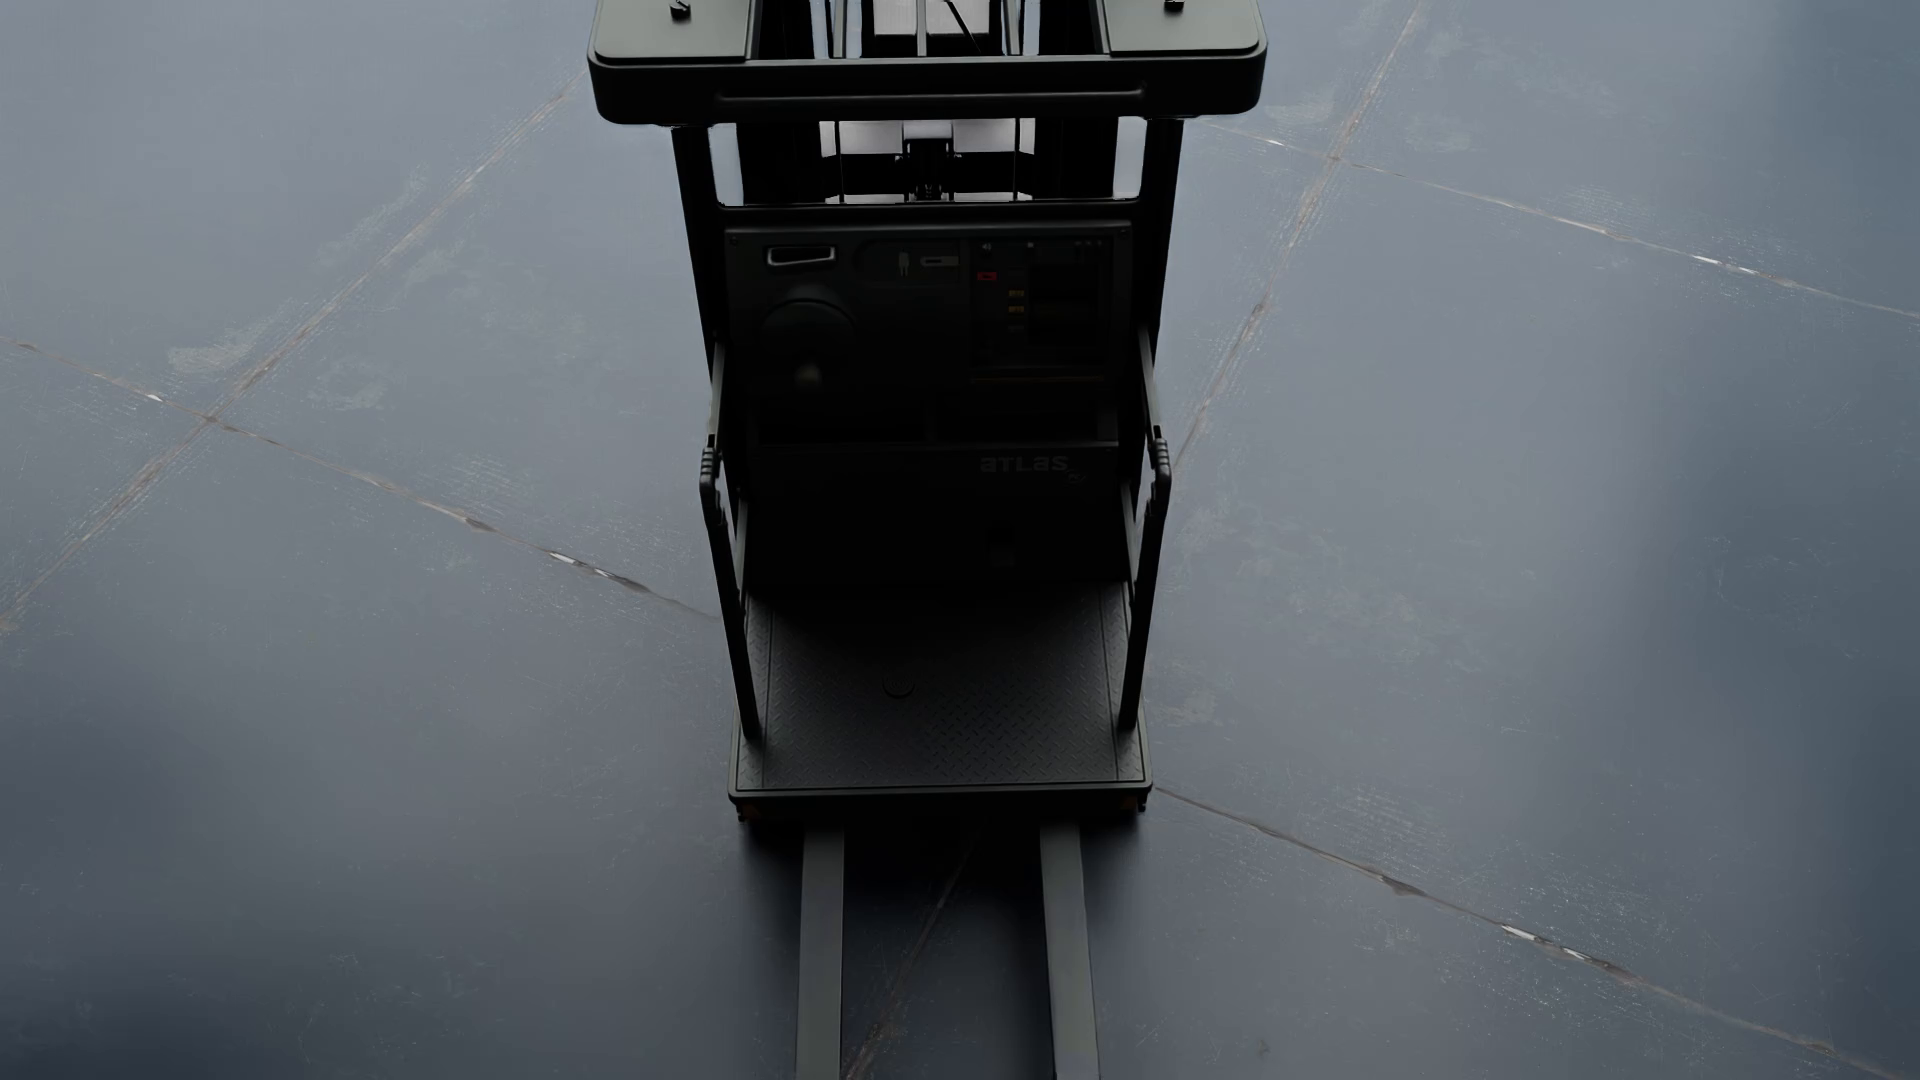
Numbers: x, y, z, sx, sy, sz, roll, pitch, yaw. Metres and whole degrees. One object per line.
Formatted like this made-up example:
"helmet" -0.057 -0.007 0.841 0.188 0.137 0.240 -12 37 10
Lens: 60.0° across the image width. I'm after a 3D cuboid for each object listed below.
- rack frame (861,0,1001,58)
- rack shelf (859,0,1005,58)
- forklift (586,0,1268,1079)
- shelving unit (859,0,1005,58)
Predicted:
"rack frame" -0.082 -1.333 5.006 0.400 2.100 0.015 -1 50 -1
"rack shelf" -0.089 -1.510 5.174 0.431 0.518 0.480 -1 50 -1
"forklift" -0.061 -0.437 3.698 1.130 2.935 3.031 -1 50 -1
"shelving unit" -0.089 -1.519 5.164 0.431 2.100 0.503 -1 50 -1
